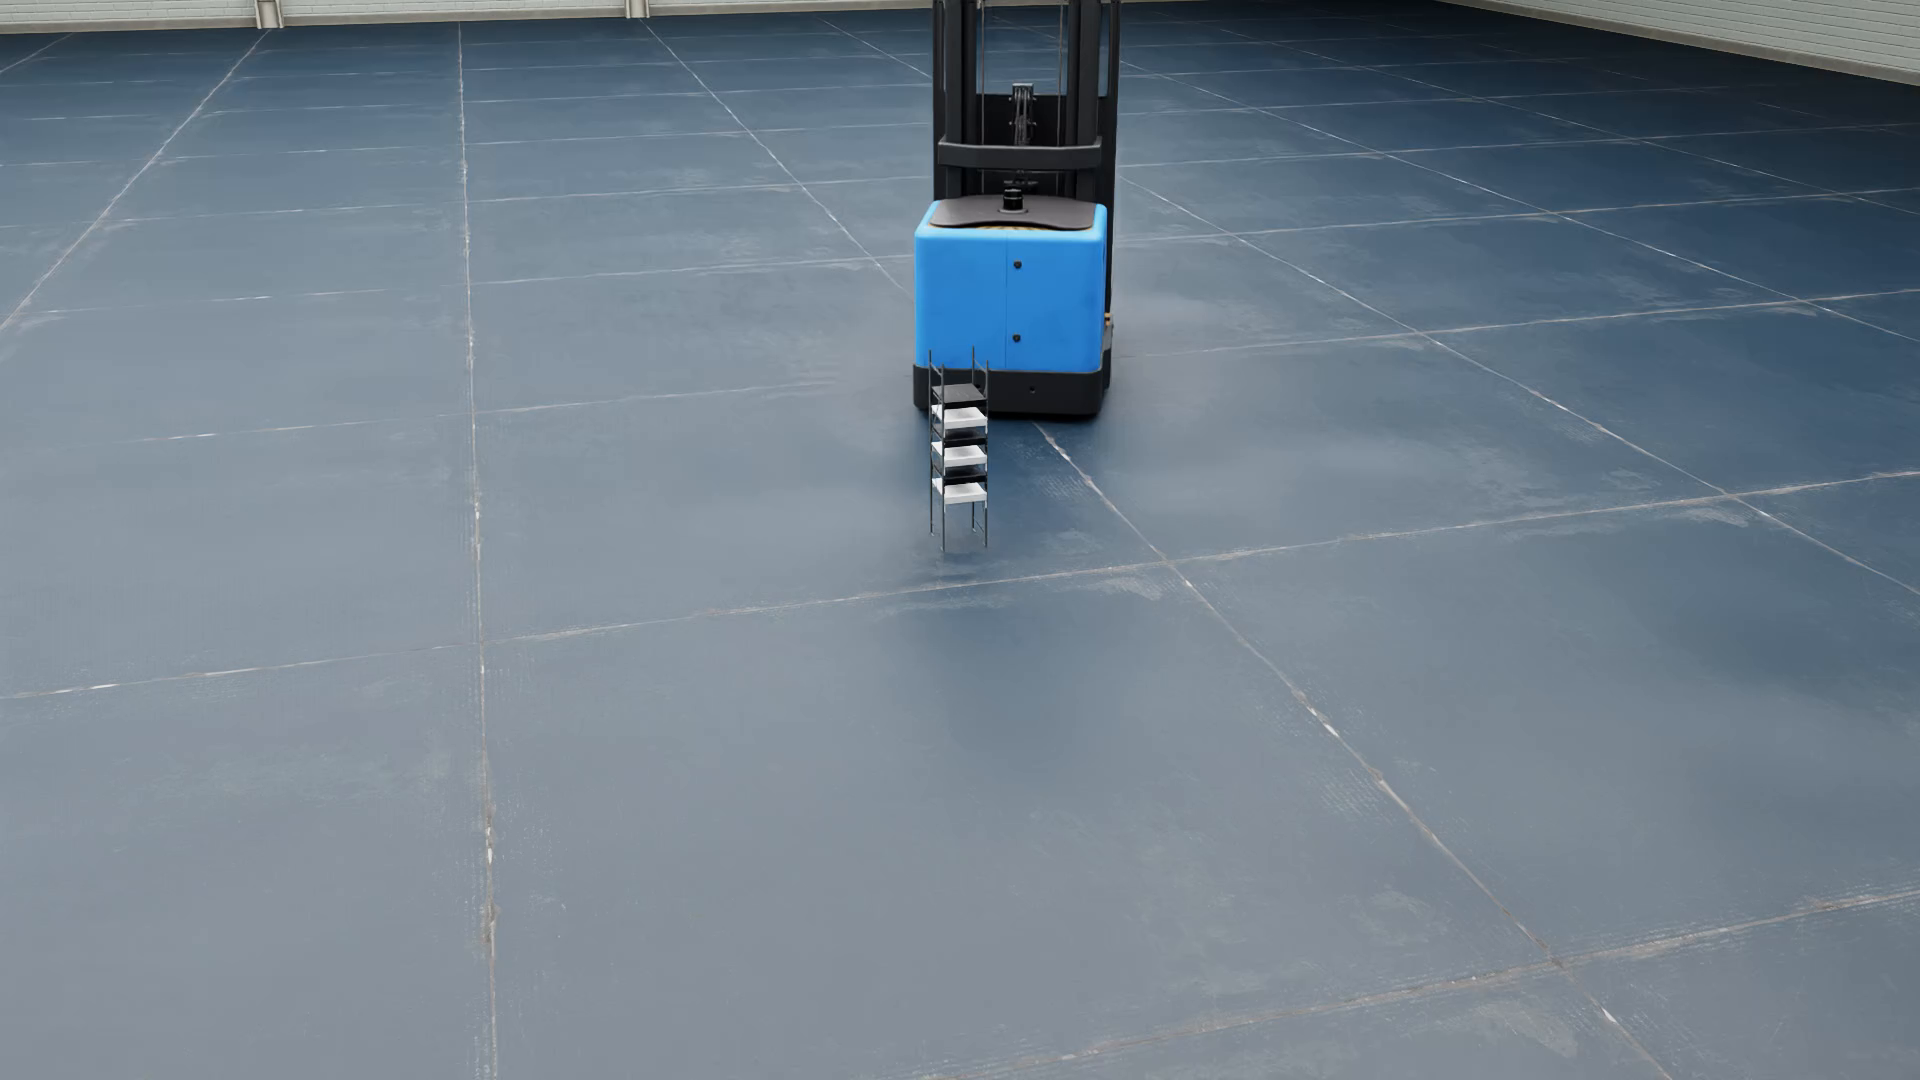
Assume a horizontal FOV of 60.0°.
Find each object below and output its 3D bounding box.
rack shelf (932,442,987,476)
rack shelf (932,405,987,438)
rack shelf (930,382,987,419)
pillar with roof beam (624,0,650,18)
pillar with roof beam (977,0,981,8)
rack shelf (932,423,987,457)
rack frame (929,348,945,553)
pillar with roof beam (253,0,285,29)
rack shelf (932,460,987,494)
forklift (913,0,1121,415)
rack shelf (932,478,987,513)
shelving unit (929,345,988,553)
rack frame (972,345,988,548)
[{"bbox_3d":[-0.008,-0.382,7.584,0.200,0.077,0.258,-6,24,-14],"label":"rack shelf"},{"bbox_3d":[-0.008,-0.547,7.513,0.200,0.077,0.258,-6,24,-14],"label":"rack shelf"},{"bbox_3d":[-0.008,-0.630,7.477,0.200,0.077,0.258,-6,24,-14],"label":"rack shelf"},{"bbox_3d":[-4.469,-11.636,23.455,0.400,9.000,9.100,-6,24,-14],"label":"pillar with roof beam"},{"bbox_3d":[1.308,-12.275,24.945,0.400,9.000,9.100,-6,24,-14],"label":"pillar with roof beam"},{"bbox_3d":[-0.008,-0.465,7.548,0.200,0.077,0.258,-6,24,-14],"label":"rack shelf"},{"bbox_3d":[-0.106,-0.402,7.545,0.006,0.900,0.240,-6,24,-14],"label":"rack frame"},{"bbox_3d":[-10.246,-10.997,21.966,0.400,9.000,9.100,-6,24,-14],"label":"pillar with roof beam"},{"bbox_3d":[-0.008,-0.299,7.619,0.200,0.077,0.258,-6,24,-14],"label":"rack shelf"},{"bbox_3d":[0.411,-2.584,10.055,1.130,2.935,3.031,2,23,6],"label":"forklift"},{"bbox_3d":[-0.008,-0.217,7.655,0.200,0.077,0.258,-6,24,-14],"label":"rack shelf"},{"bbox_3d":[-0.008,-0.413,7.571,0.210,0.900,0.258,-6,24,-14],"label":"shelving unit"},{"bbox_3d":[0.090,-0.424,7.596,0.006,0.900,0.240,-6,24,-14],"label":"rack frame"}]
